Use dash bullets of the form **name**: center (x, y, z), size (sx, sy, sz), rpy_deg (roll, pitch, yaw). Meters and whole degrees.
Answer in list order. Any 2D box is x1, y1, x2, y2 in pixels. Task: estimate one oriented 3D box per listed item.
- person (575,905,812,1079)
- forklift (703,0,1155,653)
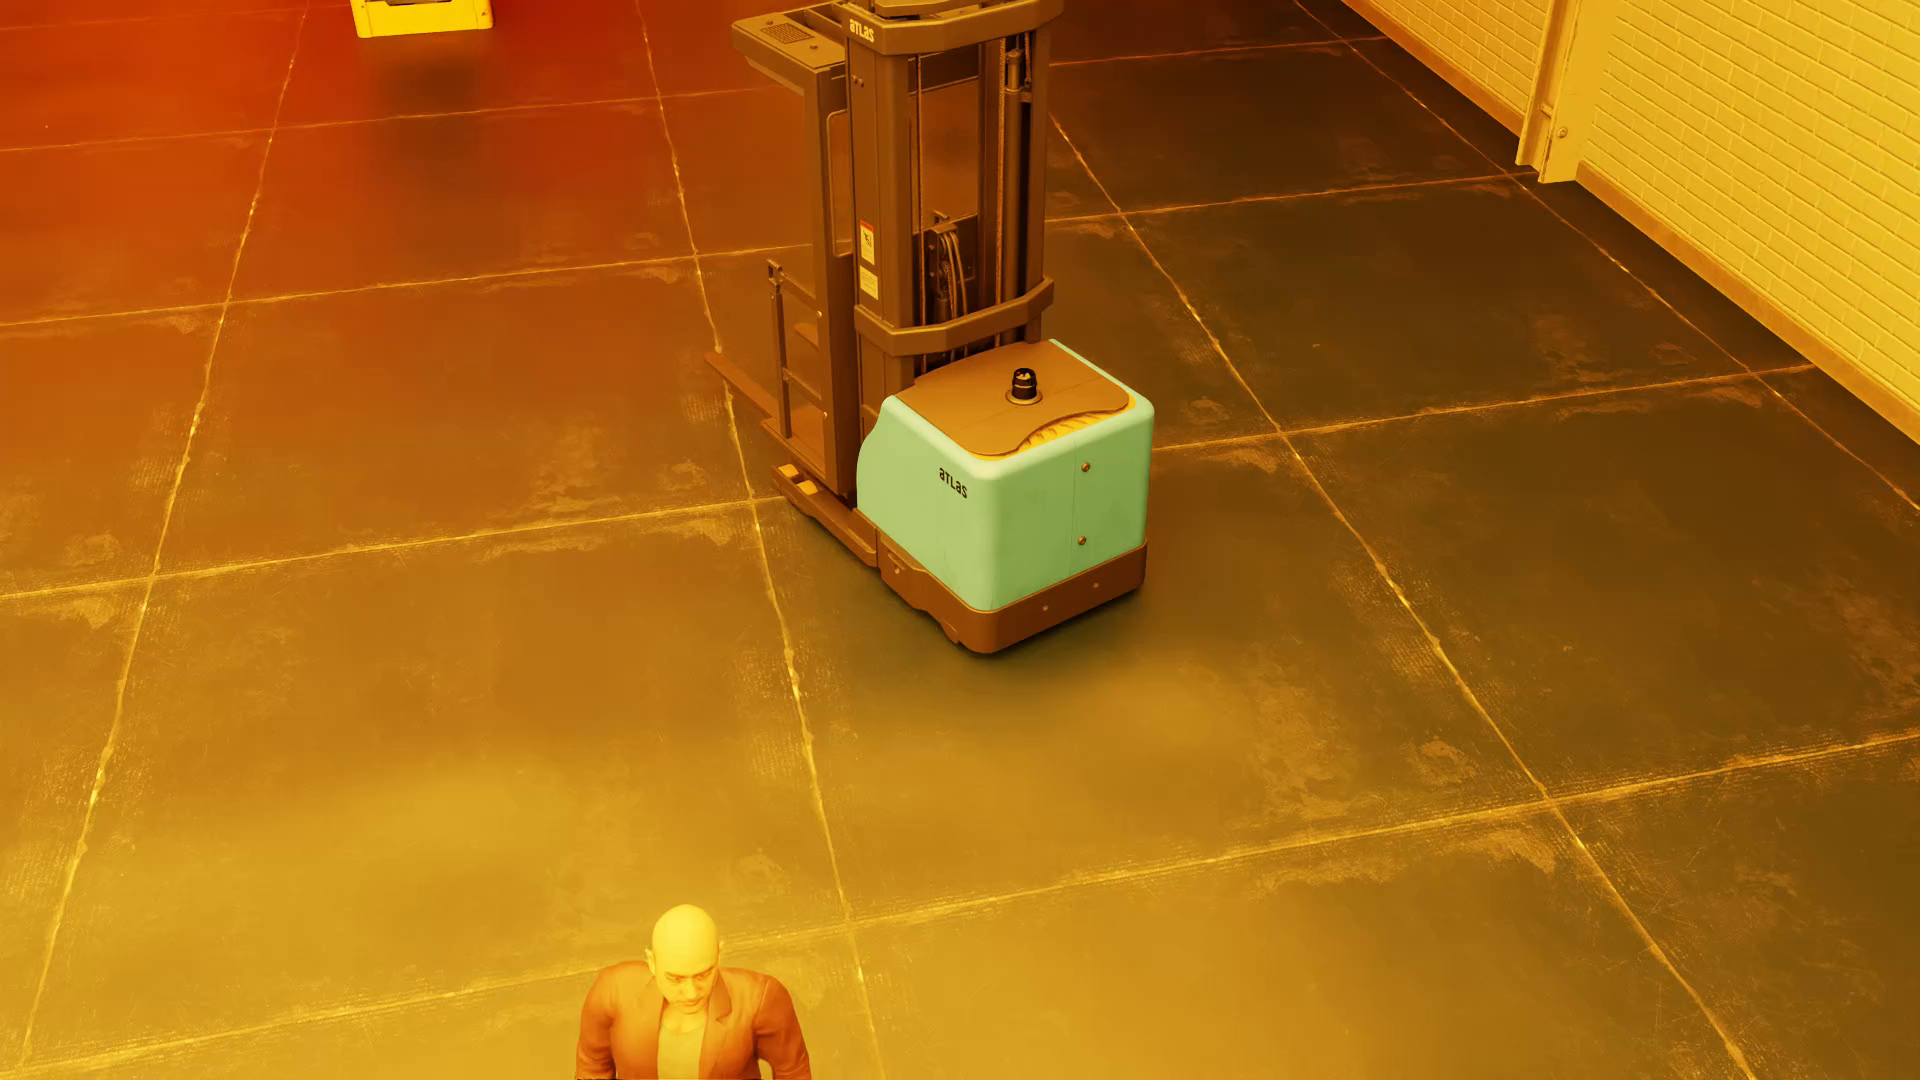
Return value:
- **person**: center (-0.735, 1.757, 4.591), size (0.690, 1.785, 0.554), rpy_deg (-1, 36, -1)
- **forklift**: center (-0.350, -1.480, 8.107), size (1.130, 2.935, 3.031), rpy_deg (-22, 41, -28)
